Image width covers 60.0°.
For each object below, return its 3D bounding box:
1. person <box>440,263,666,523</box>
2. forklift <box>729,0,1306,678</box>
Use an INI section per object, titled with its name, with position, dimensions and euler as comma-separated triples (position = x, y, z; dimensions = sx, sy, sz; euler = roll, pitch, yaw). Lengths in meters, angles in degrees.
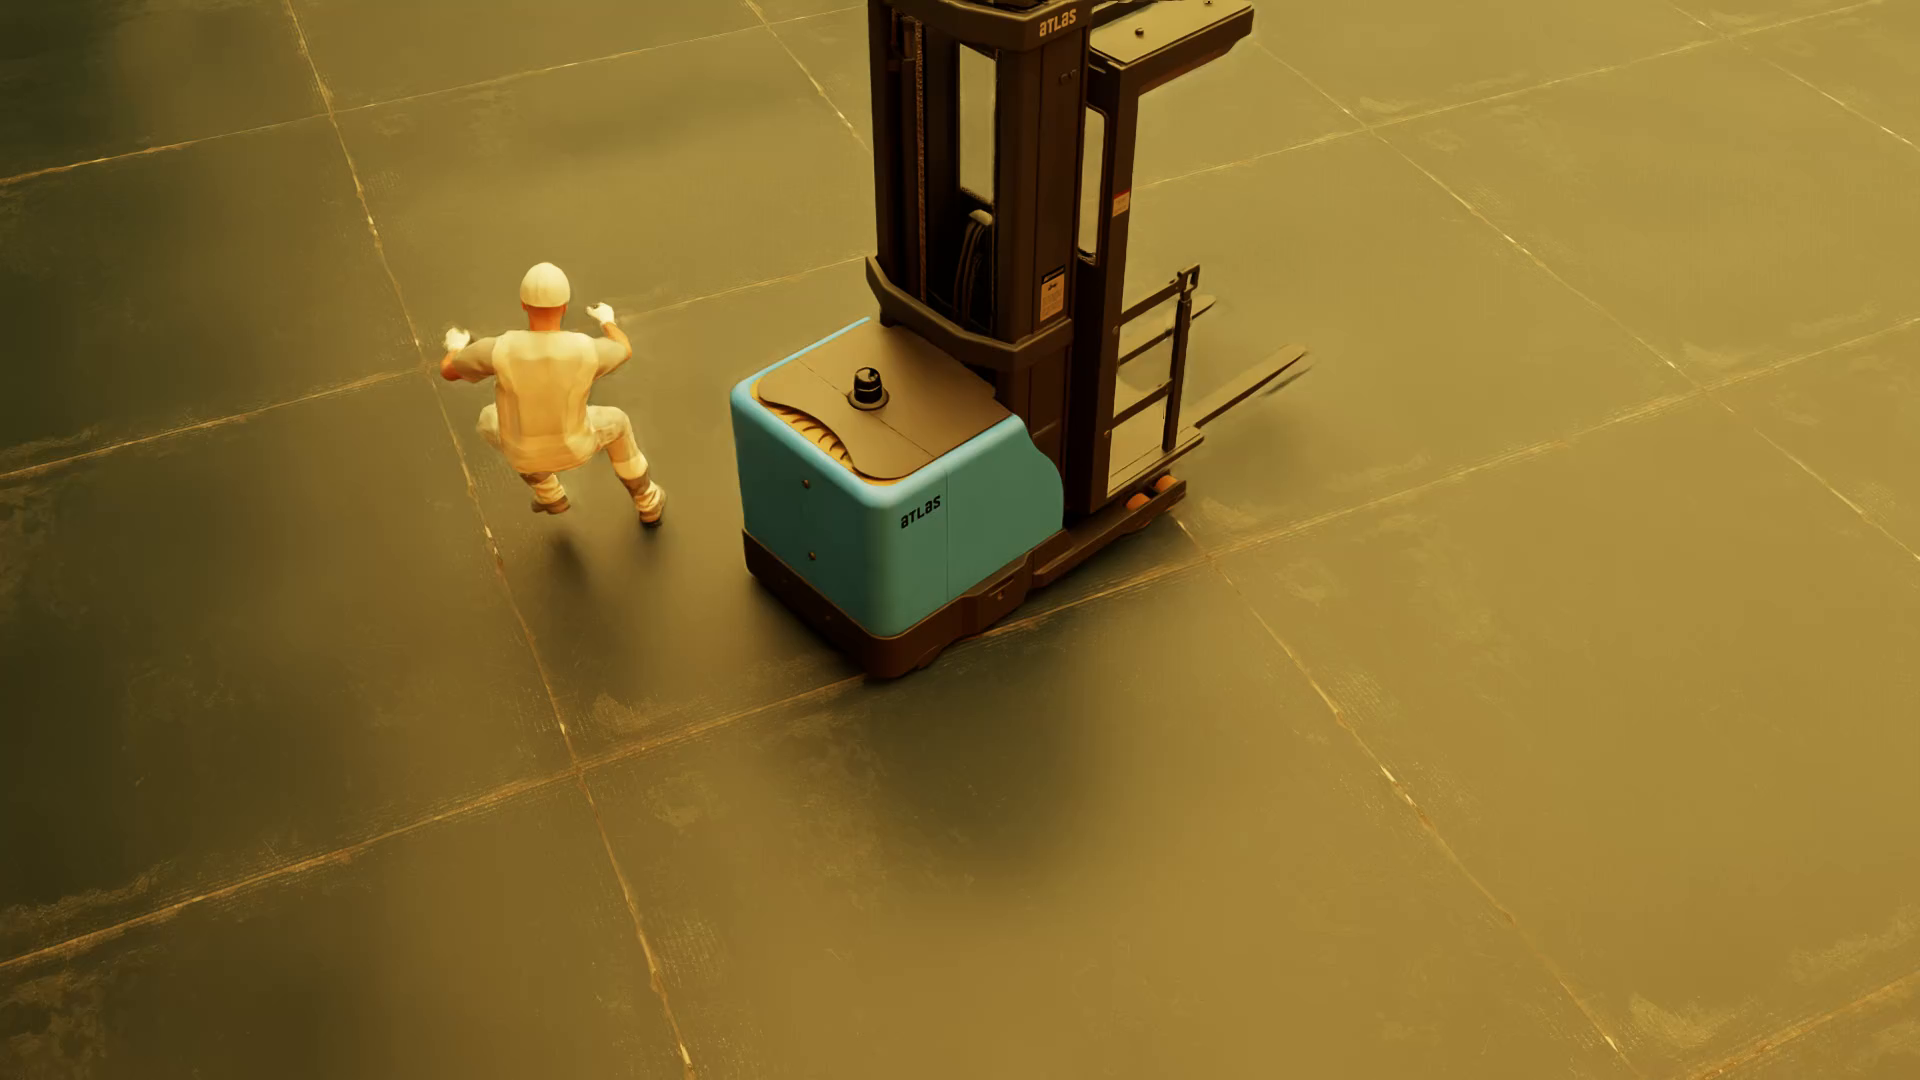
[person]
position = -1.804, -0.616, 7.388
dimensions = 0.865, 1.577, 0.778
euler = -10, 44, -11
[forklift]
position = 0.444, -1.362, 7.139
dimensions = 3.031, 2.935, 1.130
euler = -32, 52, -30
